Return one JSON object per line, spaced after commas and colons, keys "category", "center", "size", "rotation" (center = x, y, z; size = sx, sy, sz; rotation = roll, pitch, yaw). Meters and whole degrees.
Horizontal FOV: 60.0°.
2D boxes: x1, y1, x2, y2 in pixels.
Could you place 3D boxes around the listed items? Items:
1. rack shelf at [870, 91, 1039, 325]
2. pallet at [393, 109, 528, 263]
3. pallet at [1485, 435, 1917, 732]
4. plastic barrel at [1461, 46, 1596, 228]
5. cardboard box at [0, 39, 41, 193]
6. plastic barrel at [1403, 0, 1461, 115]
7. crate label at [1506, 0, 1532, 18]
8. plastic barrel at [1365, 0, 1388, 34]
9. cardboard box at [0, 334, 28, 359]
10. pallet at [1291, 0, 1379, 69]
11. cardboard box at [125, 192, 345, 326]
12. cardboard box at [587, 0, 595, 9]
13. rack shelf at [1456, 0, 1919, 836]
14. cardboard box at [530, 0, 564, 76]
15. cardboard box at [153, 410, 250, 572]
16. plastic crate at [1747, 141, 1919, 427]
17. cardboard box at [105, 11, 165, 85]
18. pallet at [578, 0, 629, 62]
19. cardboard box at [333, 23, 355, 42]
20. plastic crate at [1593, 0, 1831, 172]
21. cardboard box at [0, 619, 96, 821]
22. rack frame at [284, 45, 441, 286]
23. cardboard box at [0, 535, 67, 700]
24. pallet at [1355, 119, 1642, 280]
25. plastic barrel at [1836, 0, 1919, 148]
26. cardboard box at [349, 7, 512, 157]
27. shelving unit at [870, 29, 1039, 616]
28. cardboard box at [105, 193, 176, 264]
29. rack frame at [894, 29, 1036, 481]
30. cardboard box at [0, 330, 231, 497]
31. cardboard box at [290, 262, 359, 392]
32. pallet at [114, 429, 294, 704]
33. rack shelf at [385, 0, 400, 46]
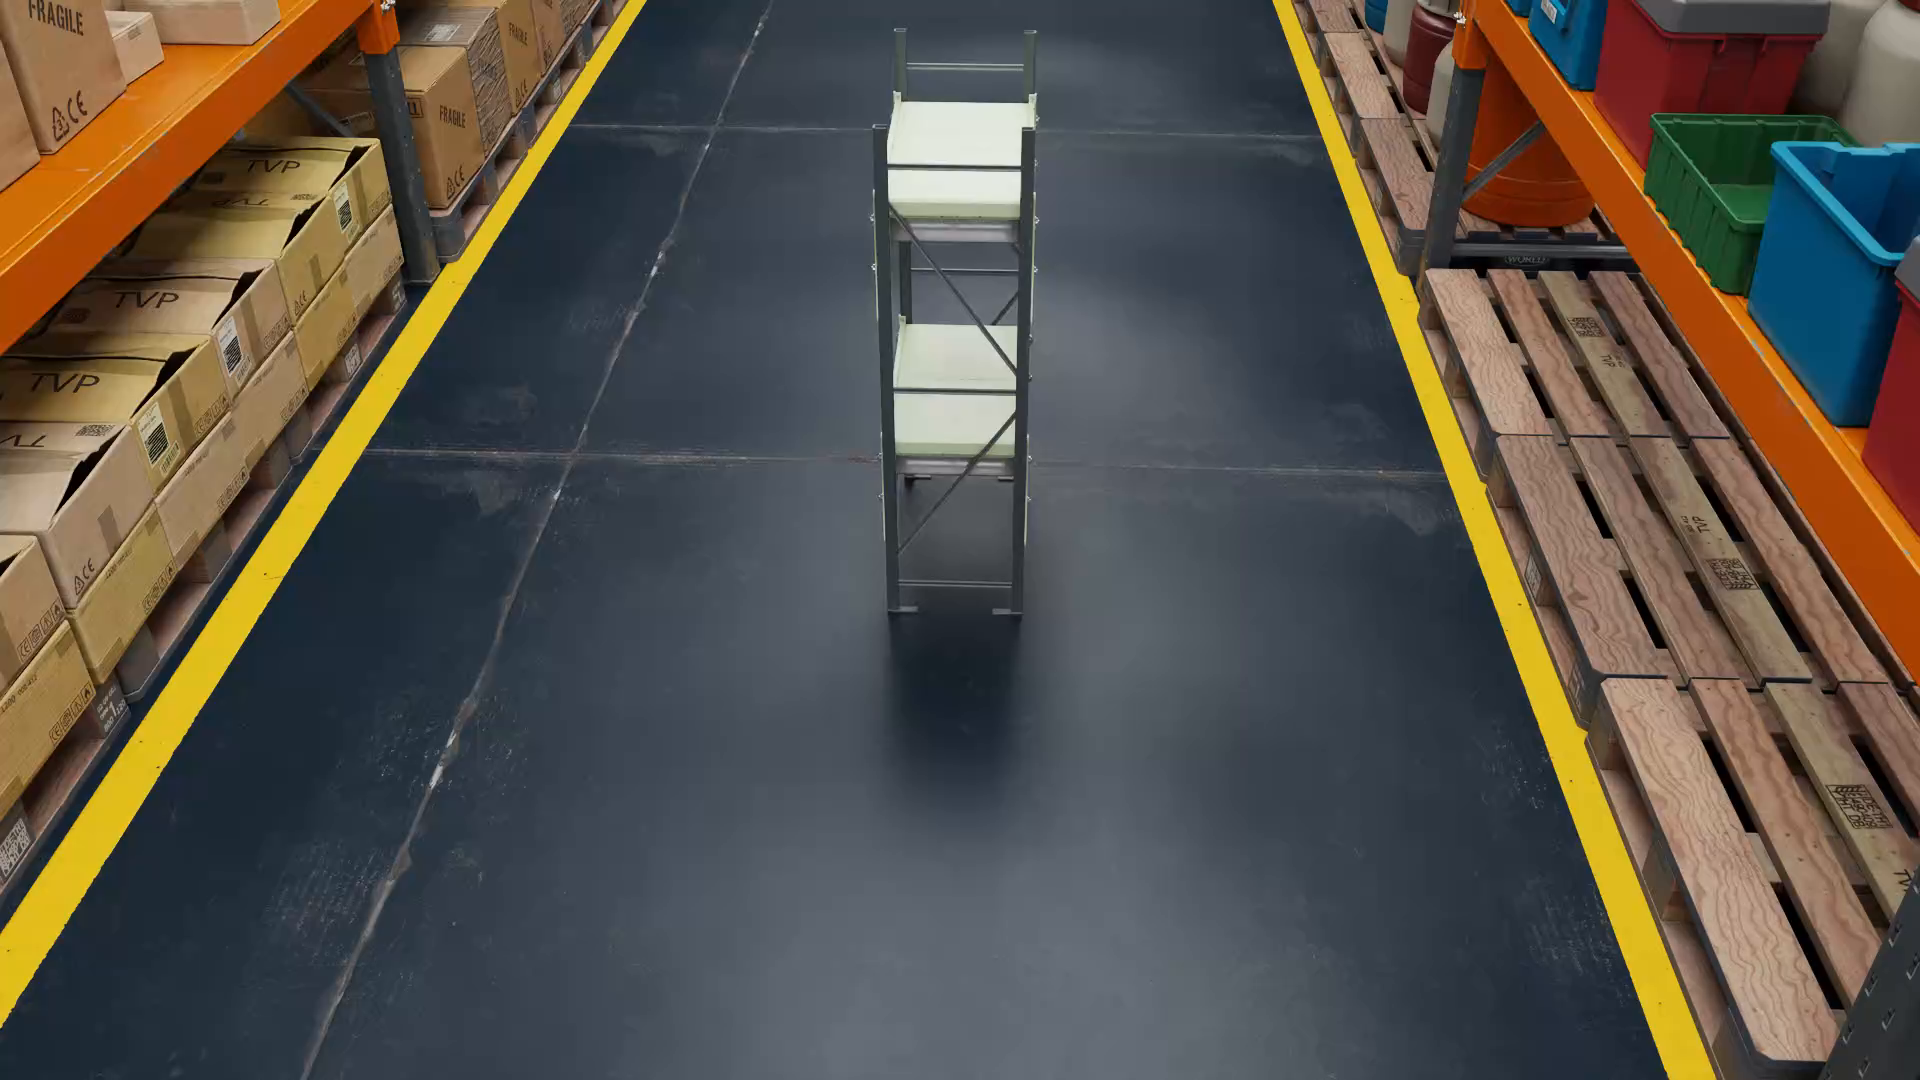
{"category": "rack shelf", "center": [0.000, -0.929, 4.589], "size": [0.431, 0.370, 0.720], "rotation": [1, 35, 2]}
{"category": "pallet", "center": [-2.558, -1.587, 7.325], "size": [1.003, 0.211, 1.213], "rotation": [1, 35, 2]}
{"category": "pallet", "center": [2.201, 0.101, 4.923], "size": [1.003, 0.211, 1.213], "rotation": [1, 35, 2]}
{"category": "plastic barrel", "center": [2.326, -1.749, 6.652], "size": [0.600, 0.830, 0.708], "rotation": [1, 35, 2]}
{"category": "cardboard box", "center": [-2.698, -1.074, 4.082], "size": [0.500, 0.500, 0.500], "rotation": [1, 35, 2]}
{"category": "plastic barrel", "center": [2.371, -2.299, 7.644], "size": [0.600, 0.588, 0.708], "rotation": [1, 35, 2]}
{"category": "crate label", "center": [1.932, -1.881, 5.464], "size": [0.303, 0.233, 0.416], "rotation": [1, 35, 2]}
{"category": "plastic barrel", "center": [2.416, -3.076, 8.477], "size": [0.600, 0.901, 0.708], "rotation": [1, 35, 2]}
{"category": "cardboard box", "center": [-2.996, -0.392, 4.737], "size": [0.500, 0.311, 0.500], "rotation": [1, 35, 1]}
{"category": "pallet", "center": [2.411, -2.898, 9.190], "size": [1.003, 0.211, 1.213], "rotation": [1, 35, 2]}
{"category": "cardboard box", "center": [-2.416, -0.971, 5.561], "size": [0.500, 0.311, 0.500], "rotation": [1, 35, 1]}
{"category": "cardboard box", "center": [-2.227, -3.181, 8.959], "size": [0.500, 0.500, 0.500], "rotation": [1, 35, 2]}
{"category": "rack shelf", "center": [2.243, -0.740, 4.320], "size": [1.077, 0.370, 4.000], "rotation": [1, 35, 2]}
{"category": "cardboard box", "center": [-2.266, -2.601, 8.134], "size": [0.500, 0.500, 0.500], "rotation": [0, 35, 0]}
{"category": "cardboard box", "center": [-2.462, -0.158, 4.892], "size": [0.500, 0.250, 0.500], "rotation": [2, 35, 3]}
{"category": "plastic crate", "center": [1.896, -0.520, 3.395], "size": [0.392, 0.384, 0.575], "rotation": [1, 35, 2]}
{"category": "cardboard box", "center": [-2.621, -1.463, 4.942], "size": [0.380, 0.149, 0.250], "rotation": [4, 35, 5]}
{"category": "pallet", "center": [-2.460, -2.989, 9.319], "size": [1.003, 0.211, 1.213], "rotation": [1, 35, 2]}
{"category": "cardboard box", "center": [-2.825, -2.339, 7.109], "size": [0.500, 0.250, 0.500], "rotation": [3, 35, 4]}
{"category": "plastic crate", "center": [1.952, -1.288, 4.419], "size": [0.402, 0.464, 0.583], "rotation": [1, 35, 2]}
{"category": "cardboard box", "center": [-2.501, 0.432, 4.053], "size": [0.500, 0.250, 0.500], "rotation": [2, 35, 3]}
{"category": "rack frame", "center": [-2.626, -2.300, 5.914], "size": [1.000, 3.000, 0.127], "rotation": [1, 35, 2]}
{"category": "cardboard box", "center": [-2.496, 0.203, 3.891], "size": [0.500, 0.311, 0.500], "rotation": [1, 35, 1]}
{"category": "pallet", "center": [2.313, -1.496, 7.196], "size": [1.003, 0.211, 1.213], "rotation": [1, 35, 2]}
{"category": "plastic barrel", "center": [2.467, -1.156, 4.167], "size": [0.433, 0.535, 0.433], "rotation": [0, 35, 0]}
{"category": "cardboard box", "center": [-2.307, -2.013, 7.297], "size": [0.500, 0.500, 0.500], "rotation": [0, 35, 0]}
{"category": "shelving unit", "center": [0.000, -0.610, 4.813], "size": [0.431, 1.500, 0.755], "rotation": [1, 35, 2]}
{"category": "cardboard box", "center": [-2.953, -0.980, 5.574], "size": [0.500, 0.311, 0.500], "rotation": [1, 35, 1]}
{"category": "rack frame", "center": [0.014, -0.820, 5.113], "size": [0.400, 1.500, 0.023], "rotation": [1, 35, 2]}
{"category": "cardboard box", "center": [-2.461, -0.393, 4.739], "size": [0.500, 0.311, 0.500], "rotation": [2, 35, 3]}
{"category": "cardboard box", "center": [-2.421, -0.743, 5.724], "size": [0.500, 0.250, 0.500], "rotation": [1, 35, 1]}
{"category": "pallet", "center": [-2.750, 0.012, 5.049], "size": [1.003, 0.211, 1.213], "rotation": [1, 35, 2]}
{"category": "rack shelf", "center": [-2.546, -3.155, 7.756], "size": [1.077, 0.370, 4.000], "rotation": [1, 35, 2]}
